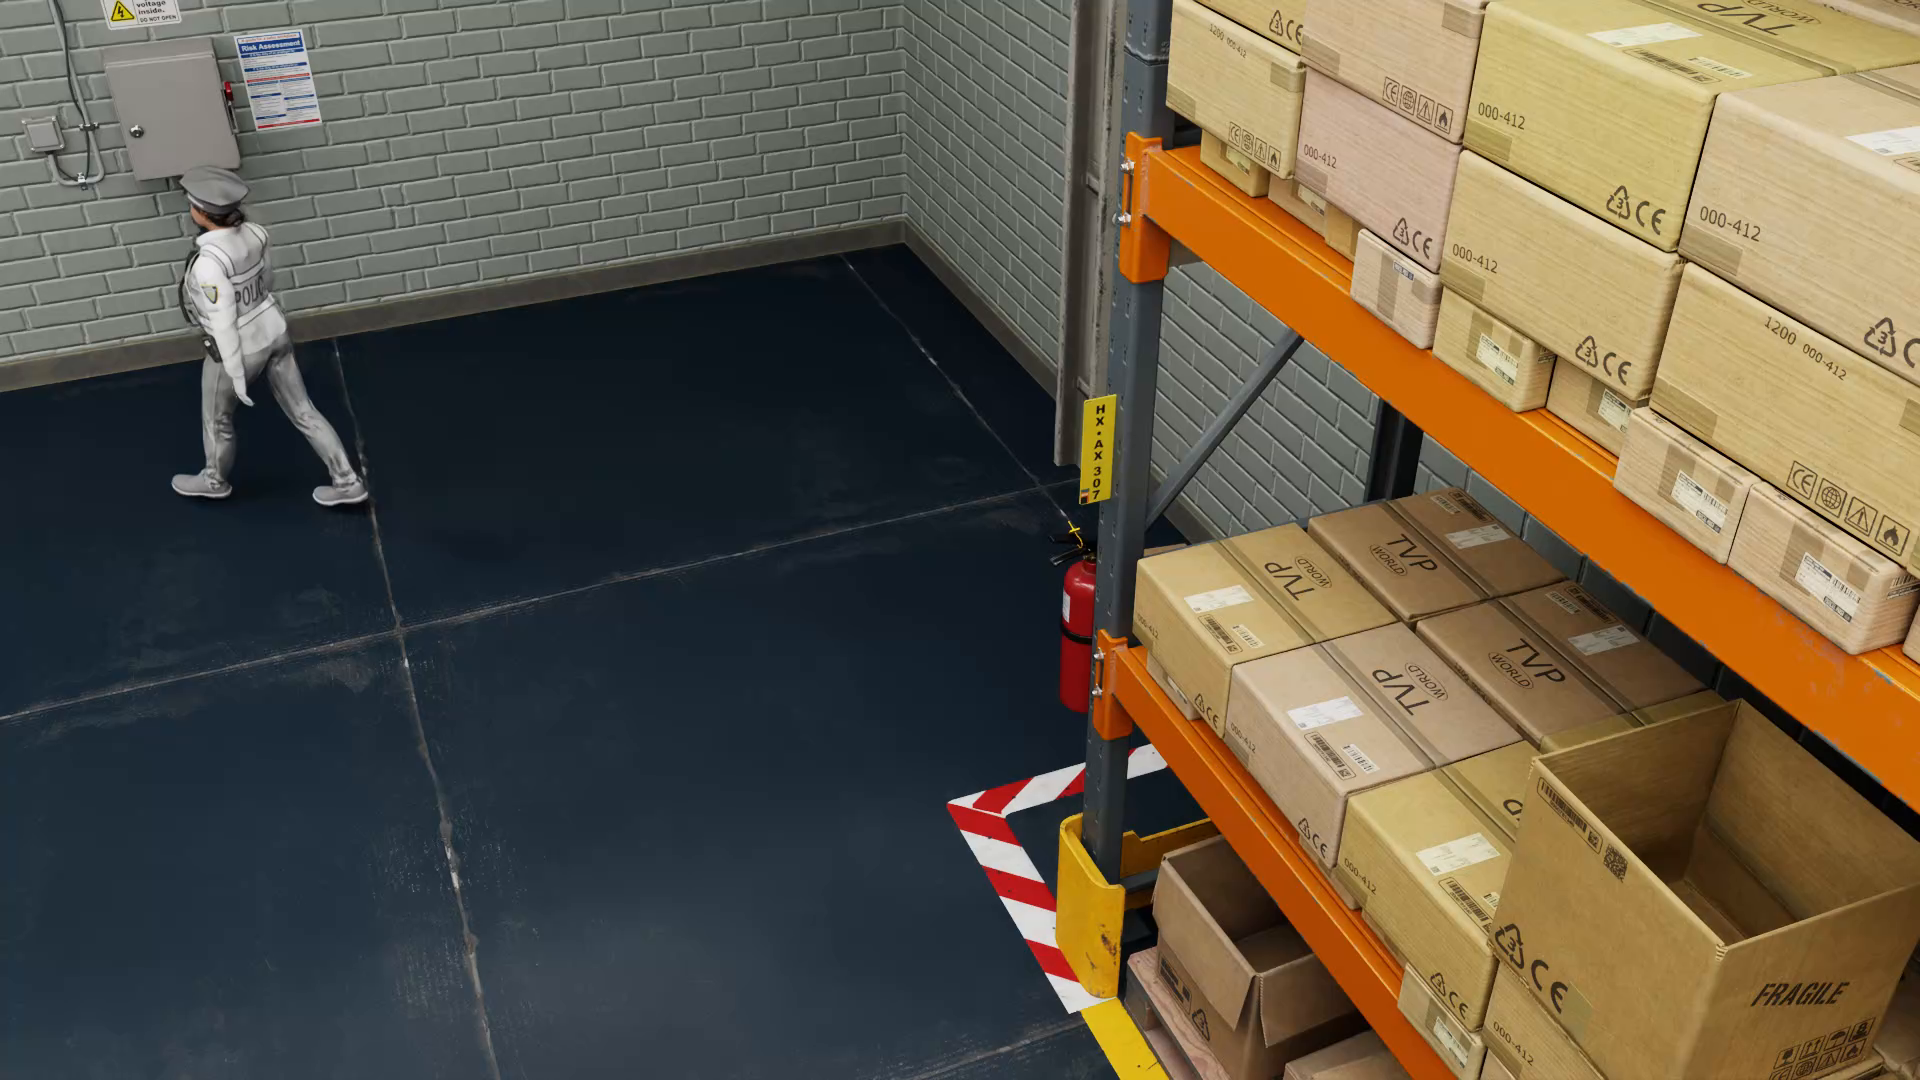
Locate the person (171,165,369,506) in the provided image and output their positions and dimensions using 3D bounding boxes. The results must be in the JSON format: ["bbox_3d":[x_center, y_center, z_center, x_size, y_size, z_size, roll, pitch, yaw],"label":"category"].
[{"bbox_3d":[-3.239,-0.901,7.456,0.976,1.632,0.514,11,35,16],"label":"person"}]
